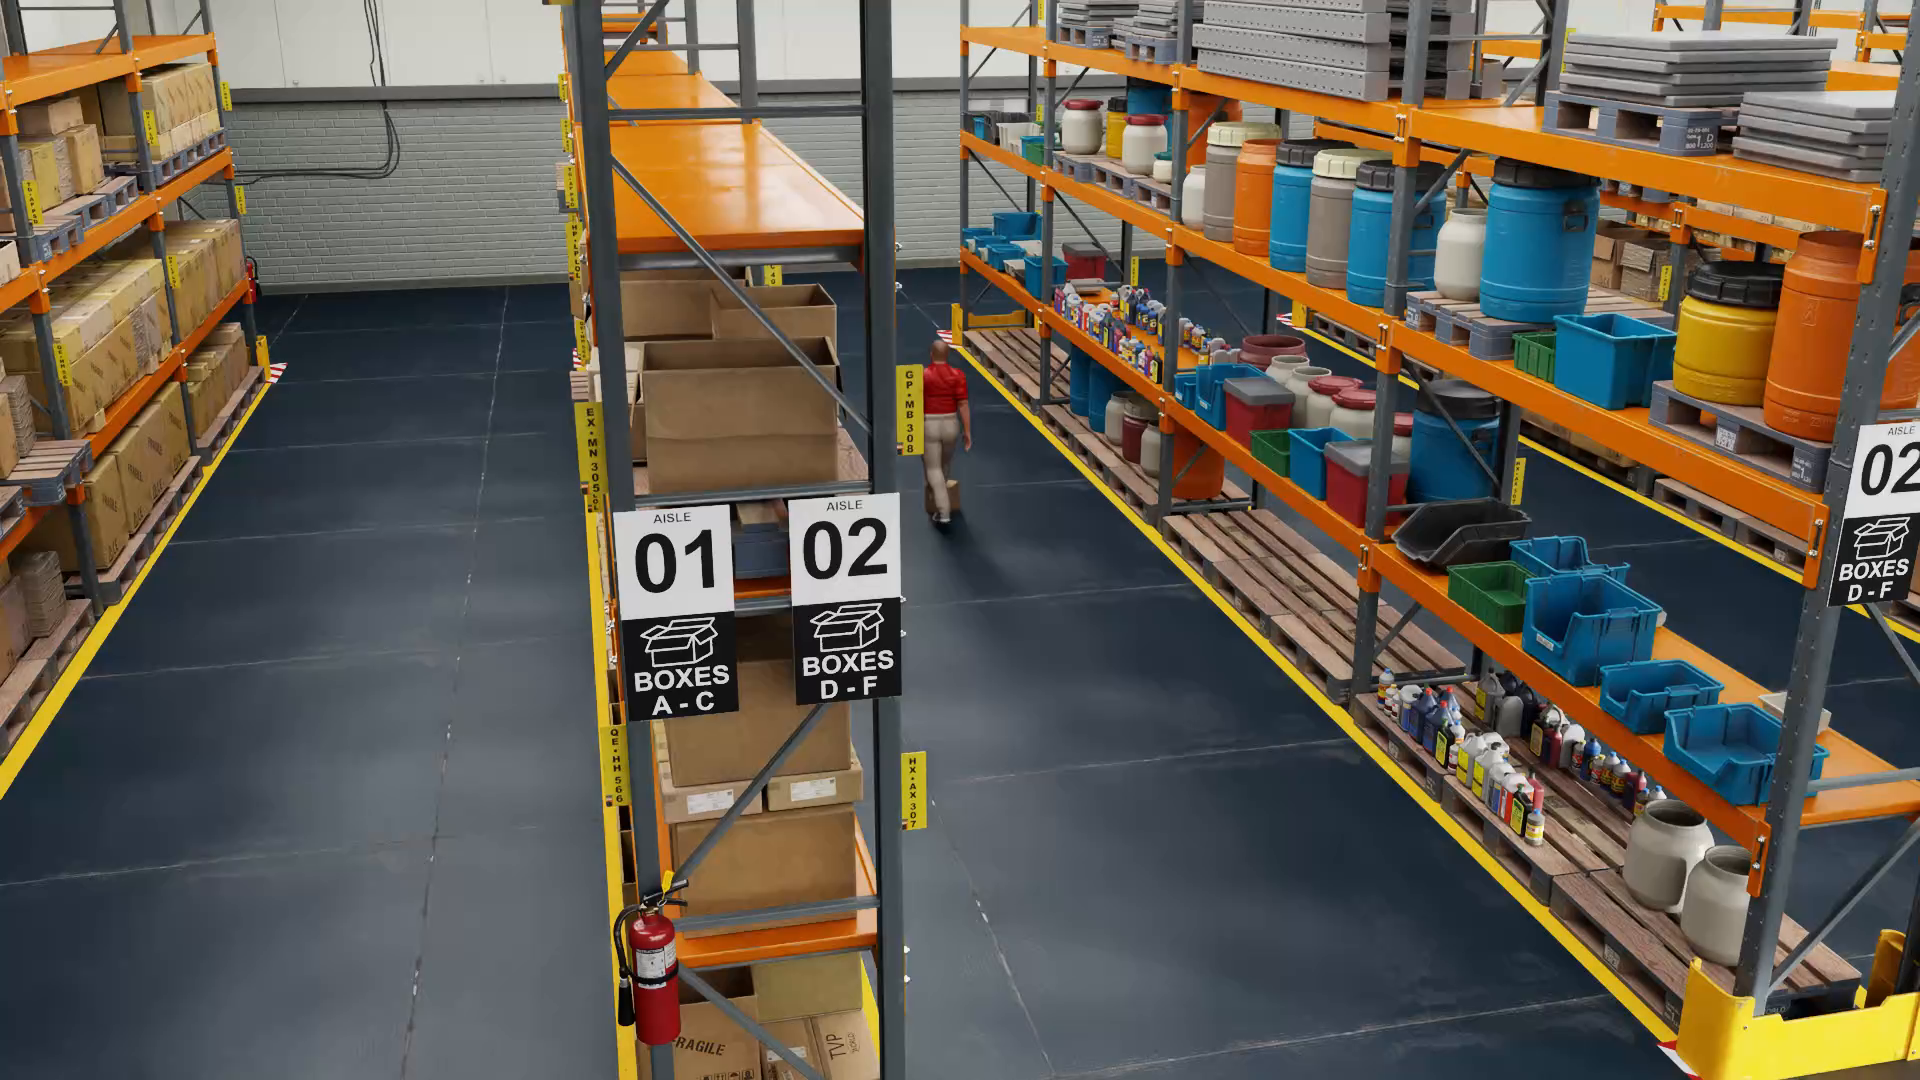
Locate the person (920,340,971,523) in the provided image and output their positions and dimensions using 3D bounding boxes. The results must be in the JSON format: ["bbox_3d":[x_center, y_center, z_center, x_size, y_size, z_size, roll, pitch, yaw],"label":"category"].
[{"bbox_3d":[-0.237,-1.043,15.355,0.579,1.671,1.037,-6,20,-17],"label":"person"}]
